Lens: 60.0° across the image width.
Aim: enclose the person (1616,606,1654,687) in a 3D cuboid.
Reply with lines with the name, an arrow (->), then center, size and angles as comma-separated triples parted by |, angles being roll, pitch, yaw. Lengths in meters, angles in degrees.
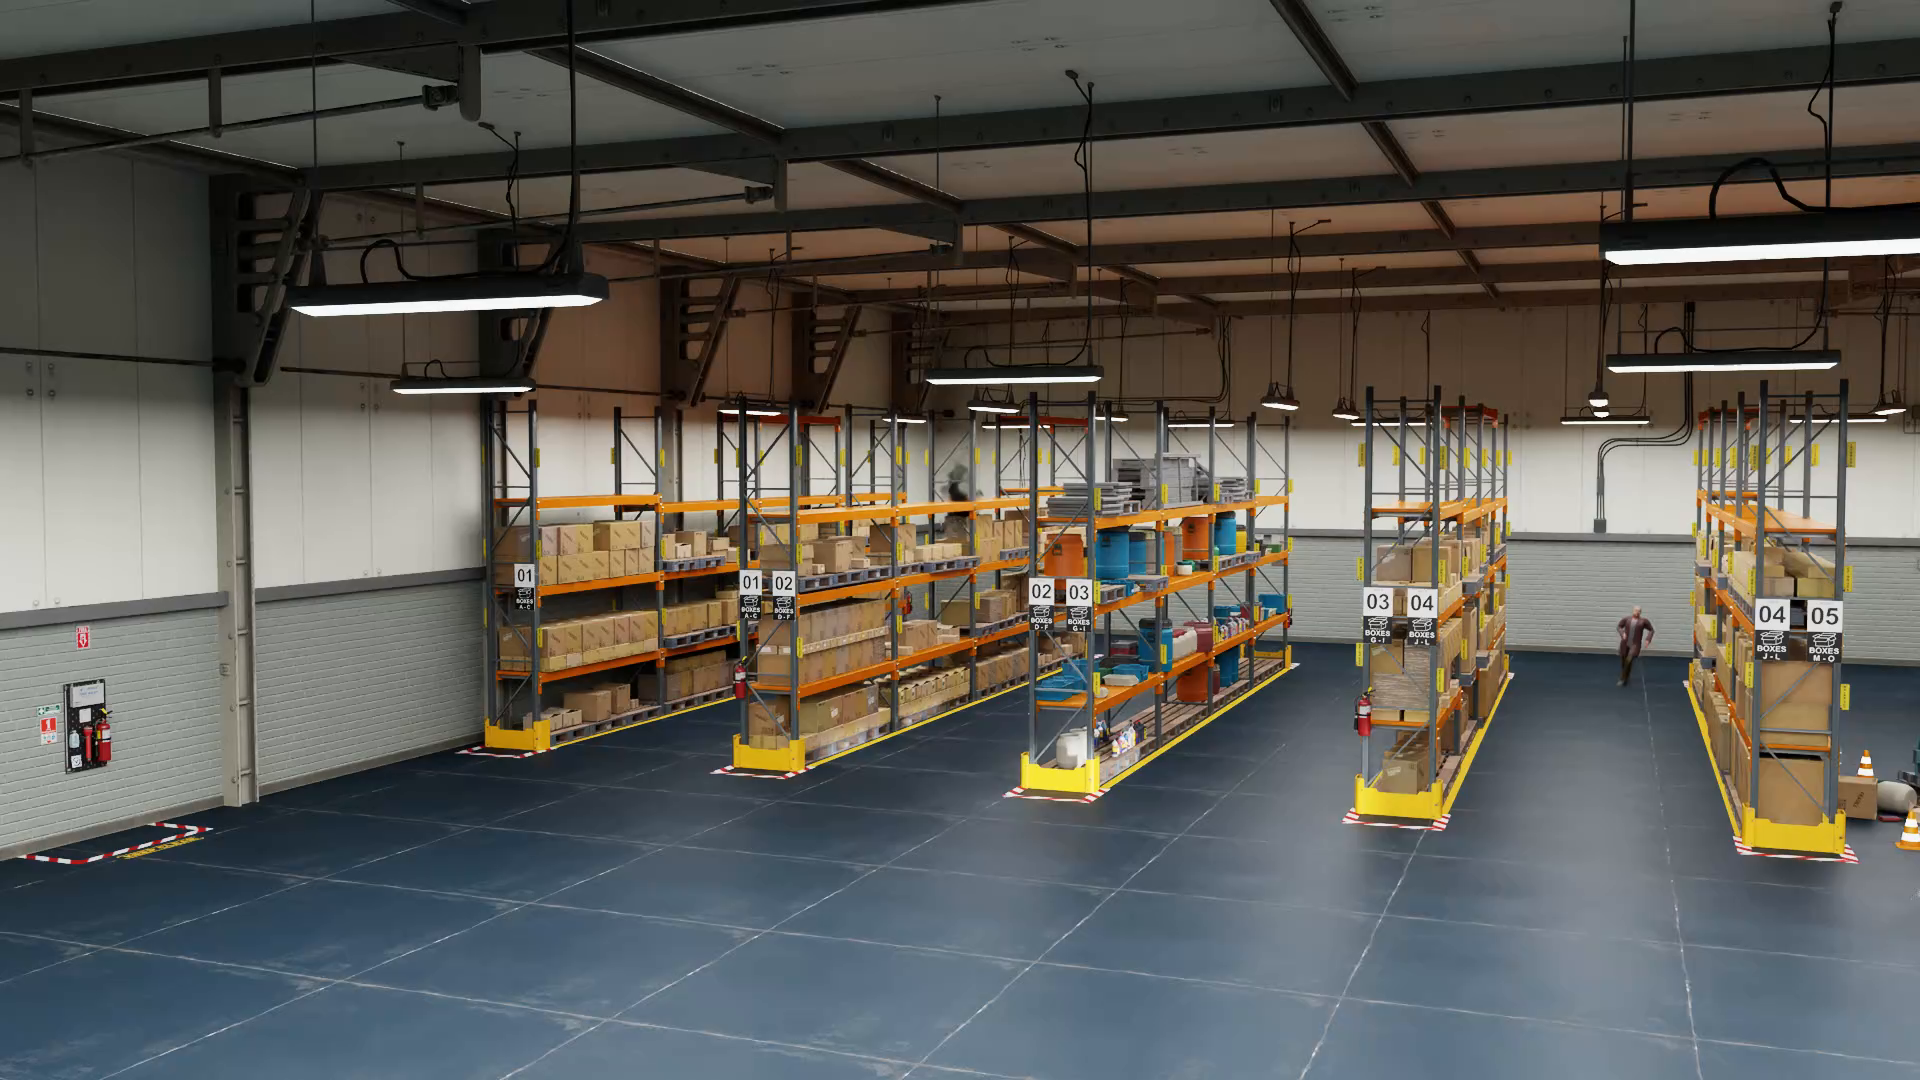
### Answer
person -> 14.752, 2.311, 36.439 | 0.764, 1.751, 0.996 | 2, 4, 37
